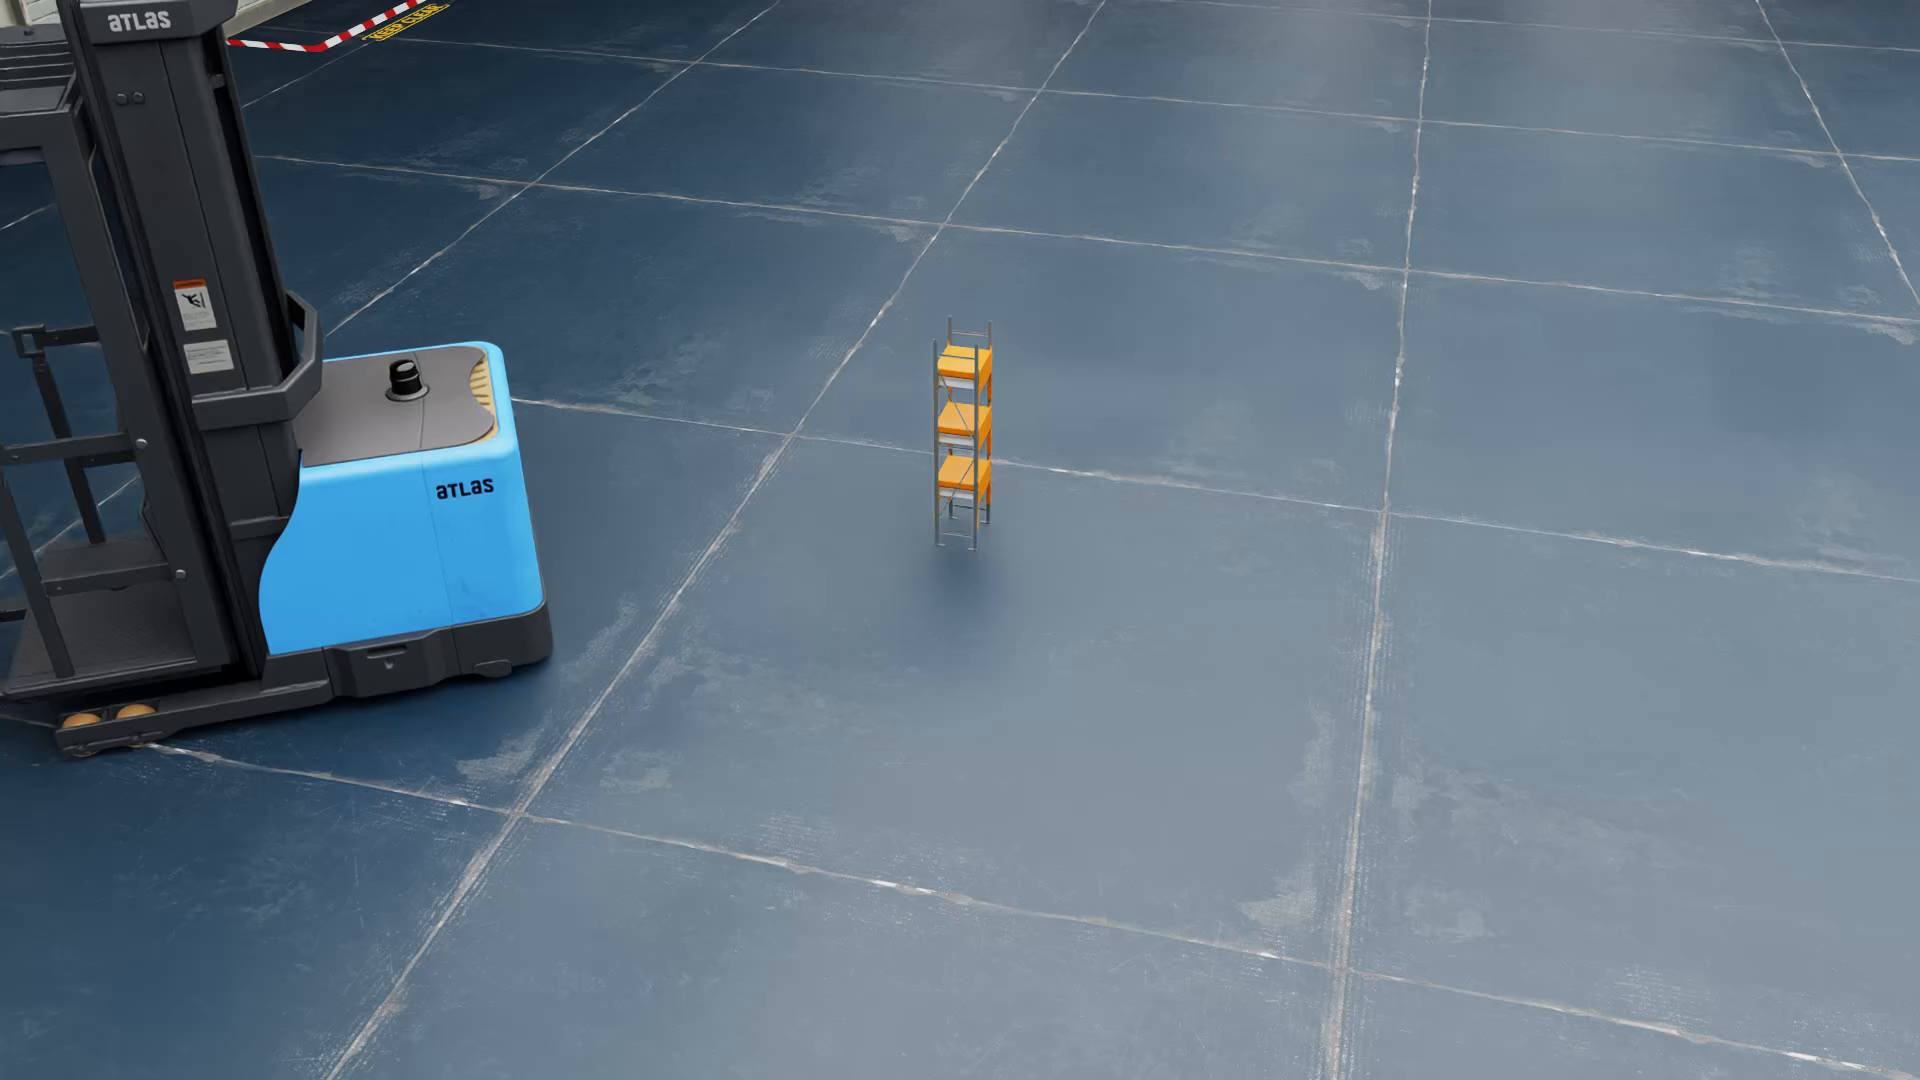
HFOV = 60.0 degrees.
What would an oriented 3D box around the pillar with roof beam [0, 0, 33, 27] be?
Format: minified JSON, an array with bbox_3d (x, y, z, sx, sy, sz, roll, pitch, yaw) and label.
[{"bbox_3d":[-2.891,-6.288,9.254,9.100,9.000,0.400,8,33,12],"label":"pillar with roof beam"}]

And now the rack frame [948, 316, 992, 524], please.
[{"bbox_3d":[0.045,-0.534,7.612,0.200,1.050,0.008,8,33,12],"label":"rack frame"}]

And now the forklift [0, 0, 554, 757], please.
[{"bbox_3d":[-3.264,-0.716,6.145,3.031,2.935,1.130,-9,34,-14],"label":"forklift"}]

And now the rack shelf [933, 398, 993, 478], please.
[{"bbox_3d":[0.014,-0.462,7.518,0.215,0.259,0.240,8,33,12],"label":"rack shelf"}]

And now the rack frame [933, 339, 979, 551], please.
[{"bbox_3d":[-0.017,-0.408,7.412,0.200,1.050,0.008,8,33,12],"label":"rack frame"}]

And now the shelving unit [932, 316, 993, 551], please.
[{"bbox_3d":[0.014,-0.471,7.512,0.215,1.050,0.252,8,33,12],"label":"shelving unit"}]

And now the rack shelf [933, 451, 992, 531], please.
[{"bbox_3d":[0.014,-0.227,7.667,0.215,0.259,0.240,8,33,12],"label":"rack shelf"}]

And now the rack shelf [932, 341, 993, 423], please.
[{"bbox_3d":[0.014,-0.701,7.365,0.215,0.259,0.240,8,33,12],"label":"rack shelf"}]
